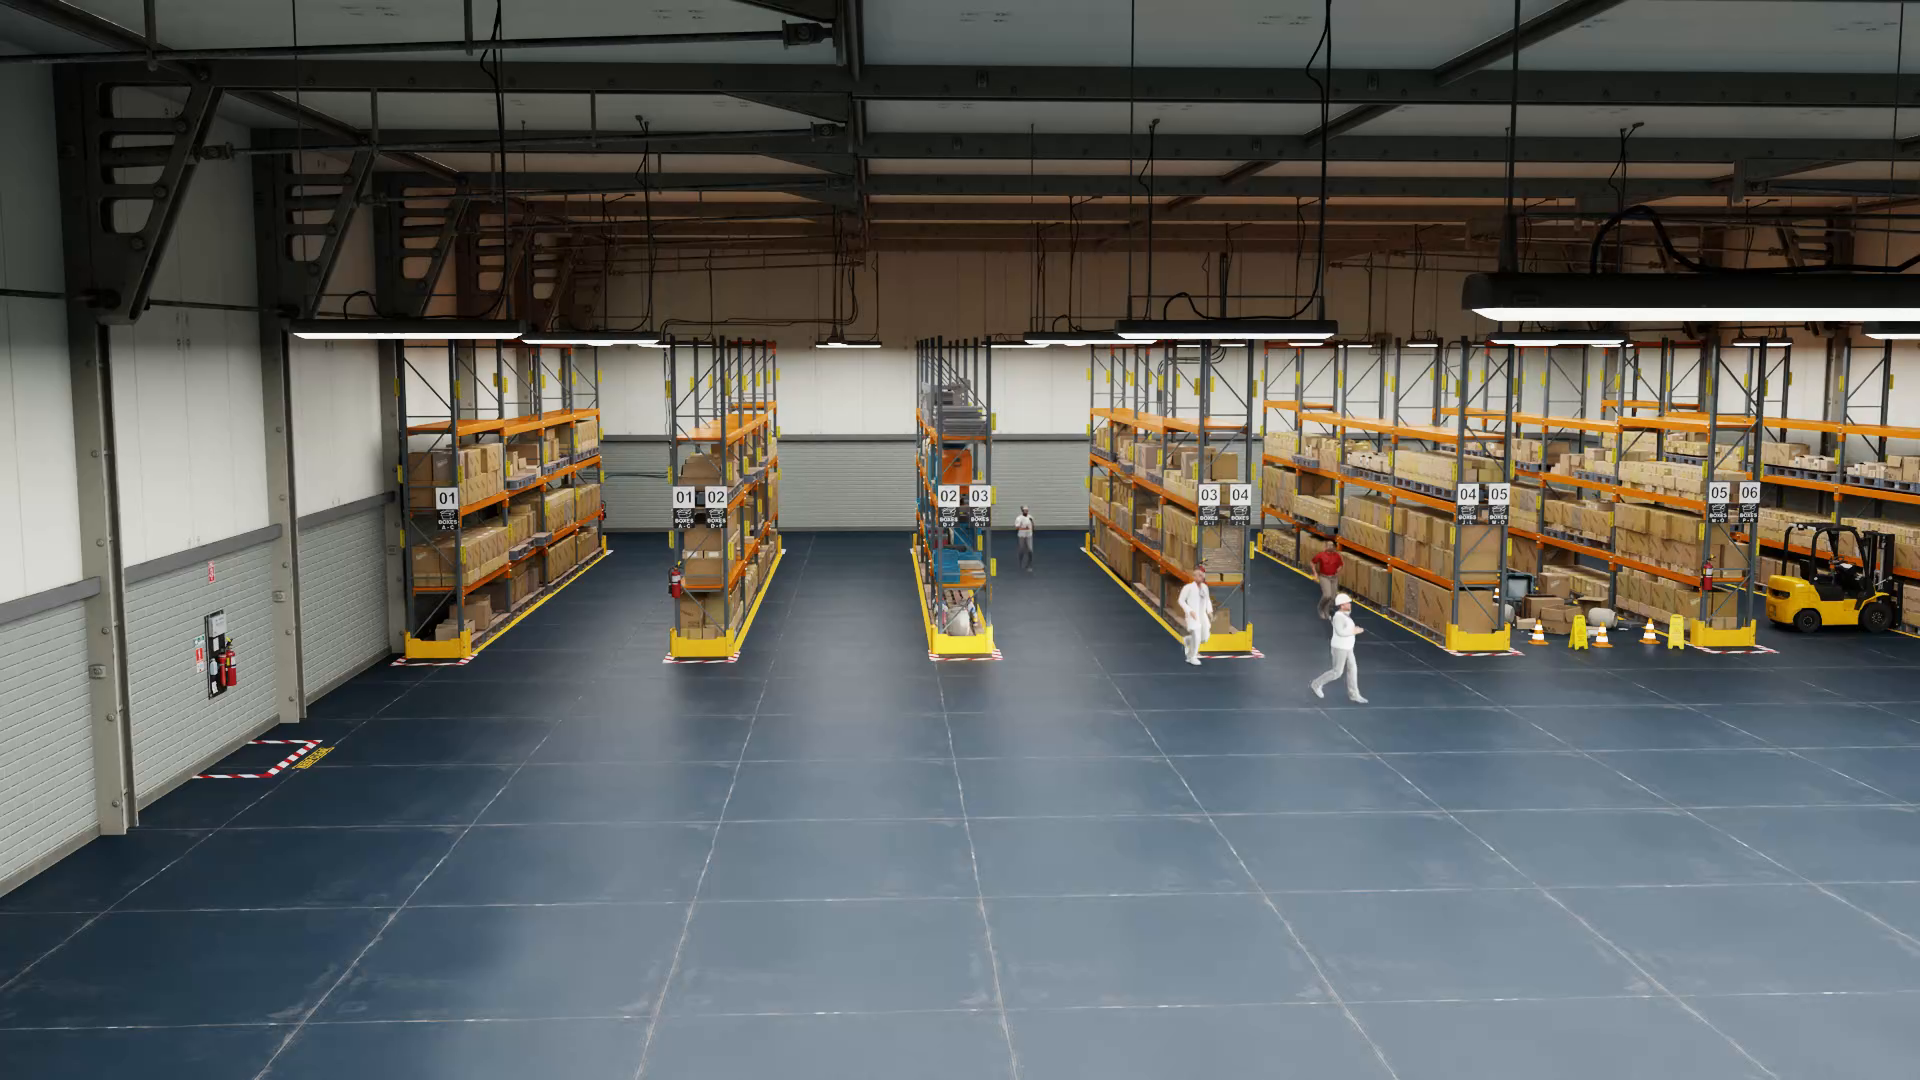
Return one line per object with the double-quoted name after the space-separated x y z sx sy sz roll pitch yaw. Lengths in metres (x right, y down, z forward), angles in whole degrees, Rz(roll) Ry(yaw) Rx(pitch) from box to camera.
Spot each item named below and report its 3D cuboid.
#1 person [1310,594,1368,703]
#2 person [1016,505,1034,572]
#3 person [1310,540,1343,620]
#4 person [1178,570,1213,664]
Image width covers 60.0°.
6.195 1.750 27.066 0.931 1.766 0.676 3 7 26 "person"
1.694 -0.048 43.429 0.546 1.751 0.772 -1 7 -11 "person"
7.848 0.864 35.329 0.647 1.698 0.643 -1 7 -13 "person"
4.314 1.398 30.598 0.757 1.718 0.621 -4 8 -33 "person"
